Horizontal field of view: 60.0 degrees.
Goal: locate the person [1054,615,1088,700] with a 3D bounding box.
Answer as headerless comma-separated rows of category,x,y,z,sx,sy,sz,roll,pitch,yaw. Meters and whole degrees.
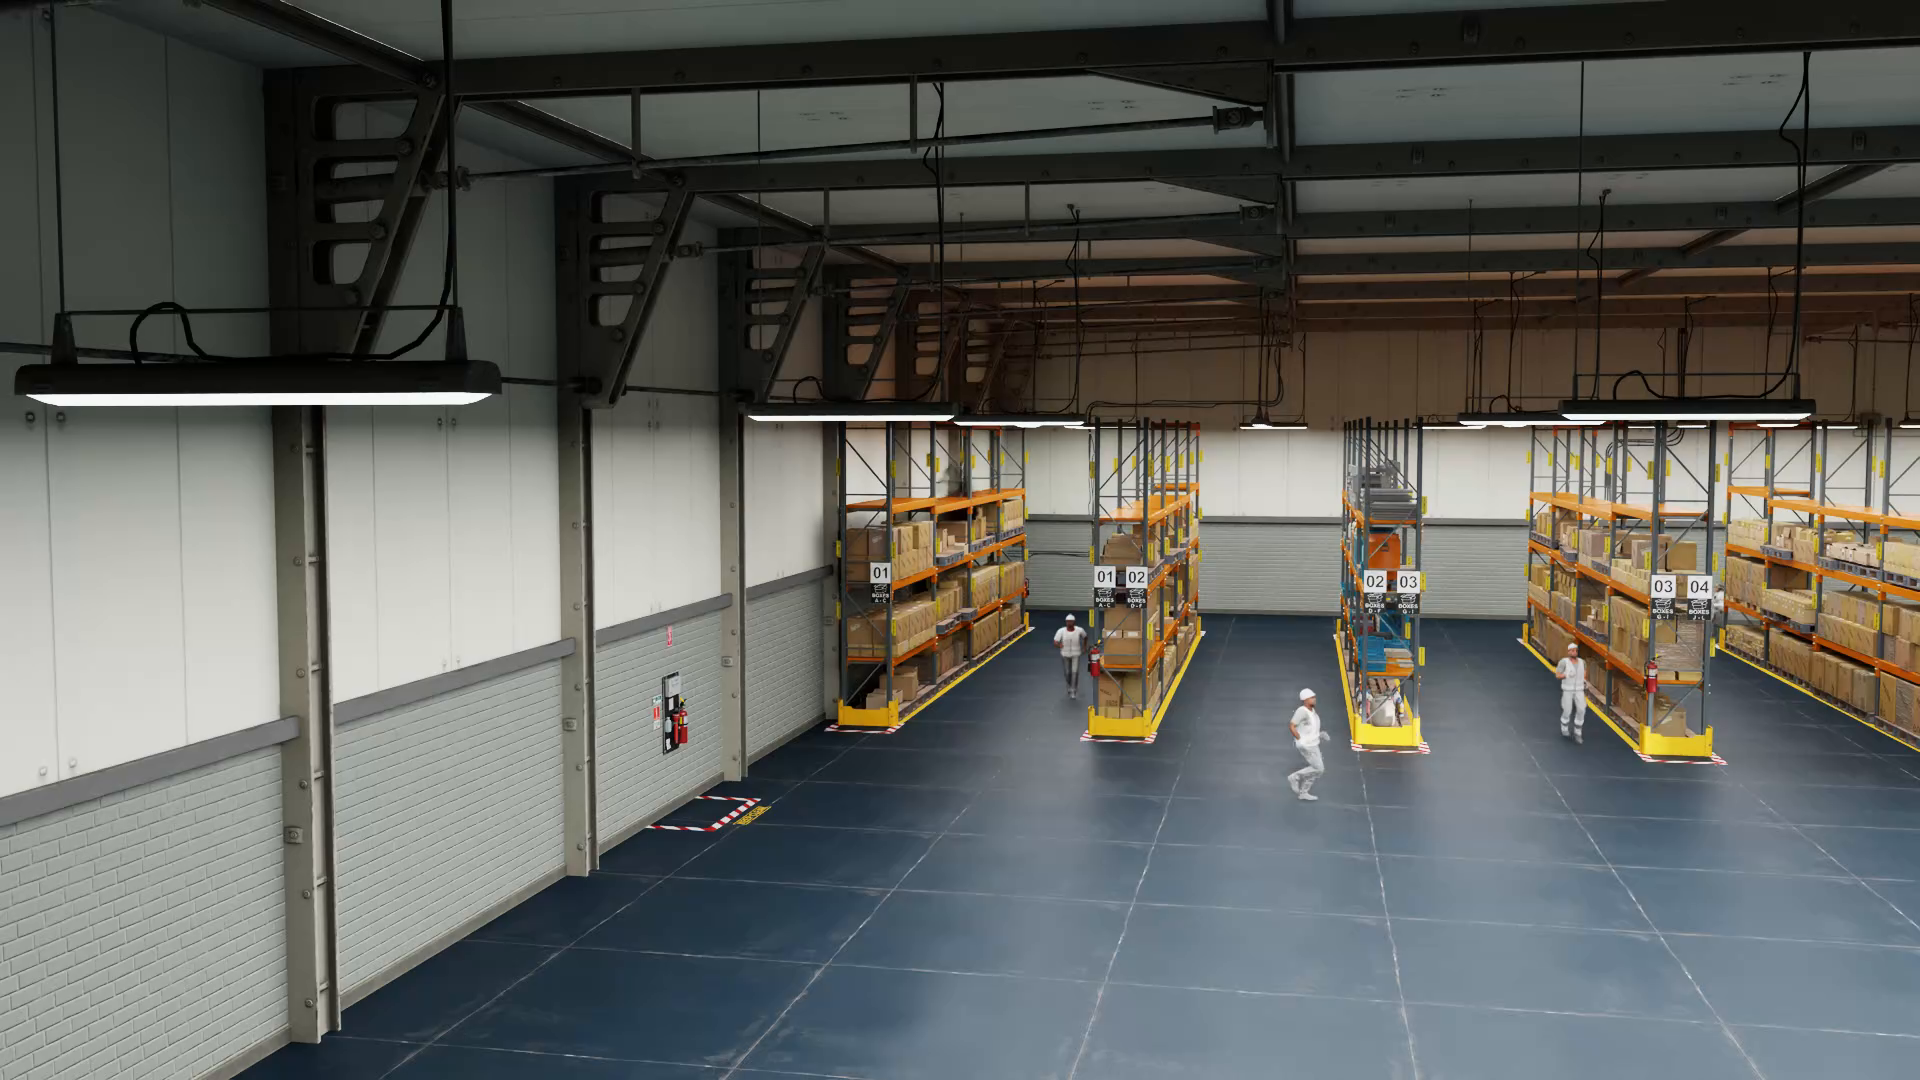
person,2.372,2.483,35.784,0.701,1.758,0.991,1,4,9

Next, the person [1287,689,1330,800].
person,5.419,3.181,25.829,0.596,1.734,0.687,2,4,27

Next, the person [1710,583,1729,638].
person,20.784,2.002,45.406,0.732,1.698,0.749,1,4,8

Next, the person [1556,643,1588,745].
person,11.340,2.825,30.775,0.633,1.842,0.743,0,4,4
